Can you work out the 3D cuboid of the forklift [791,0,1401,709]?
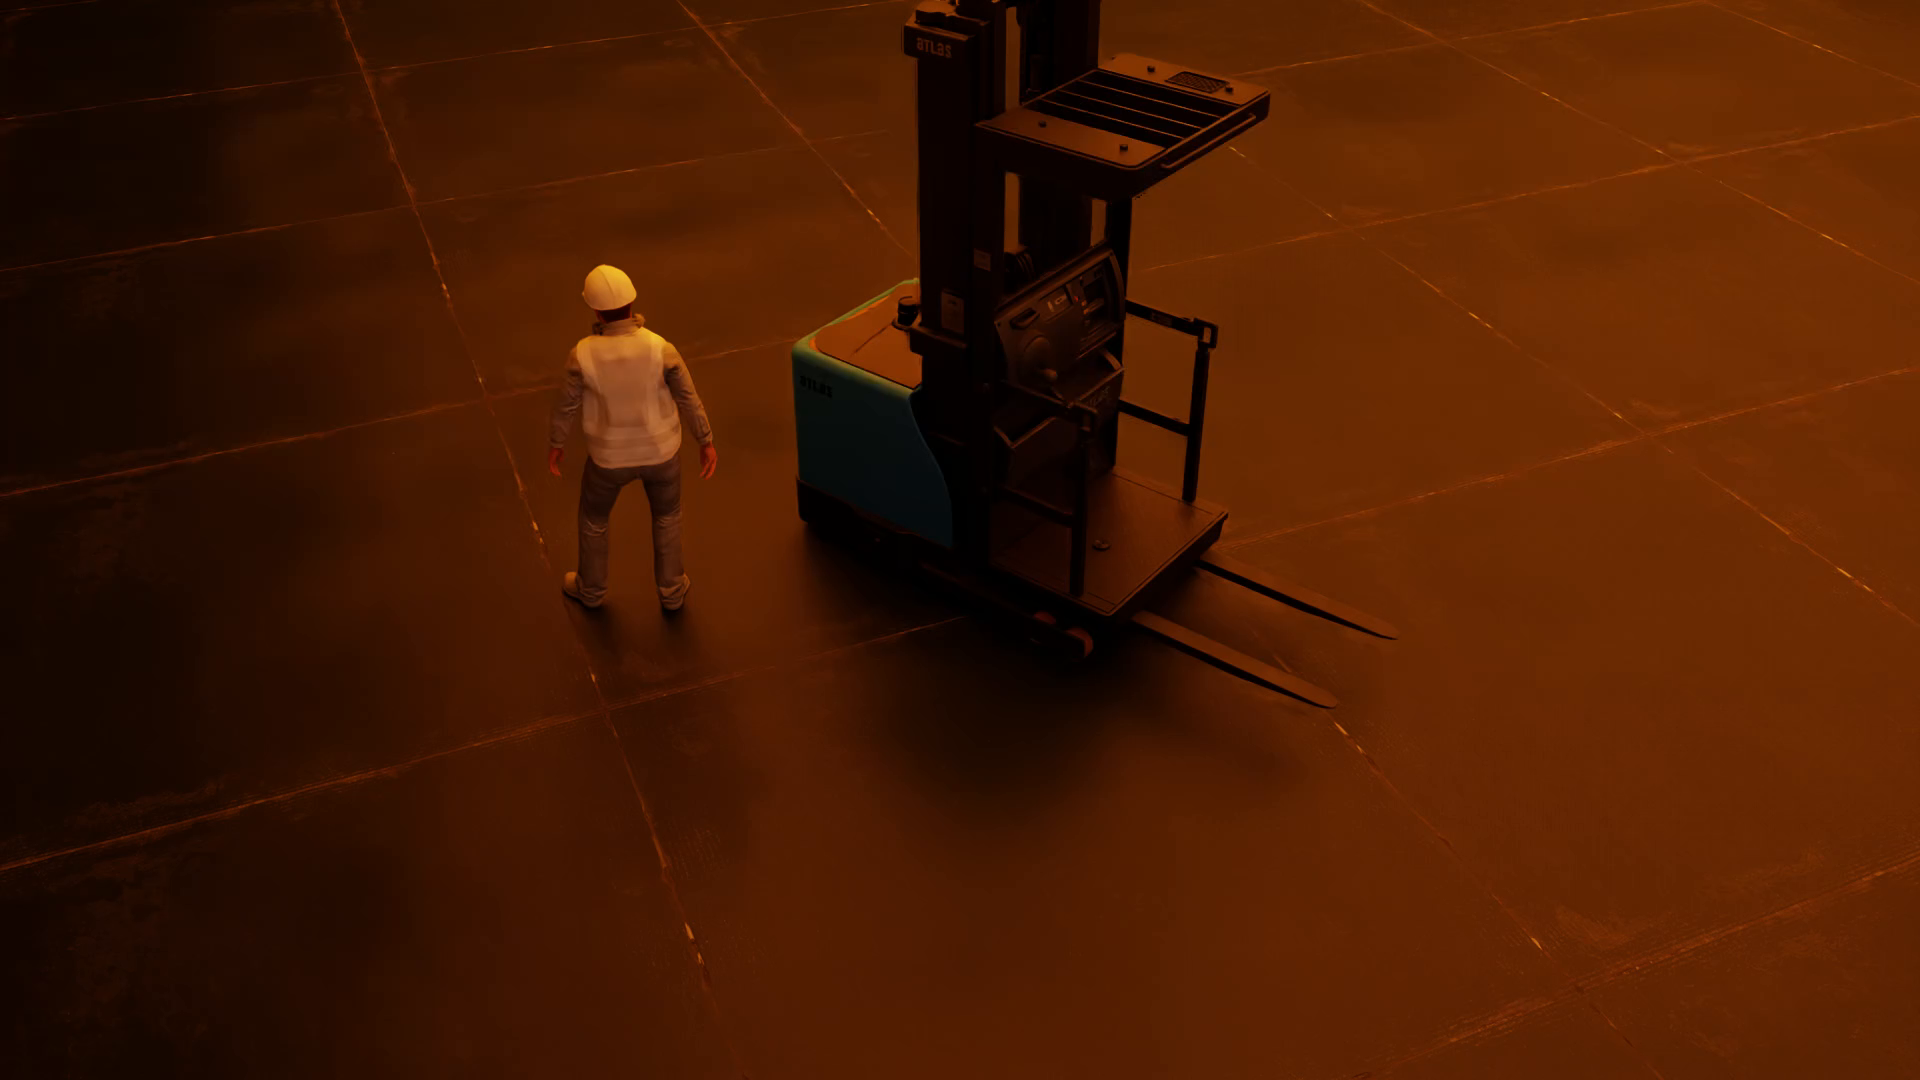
[{"bbox_3d":[0.628,-0.971,7.465,3.031,2.935,1.130,24,42,30],"label":"forklift"}]

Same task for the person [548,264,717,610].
[{"bbox_3d":[-1.558,-0.455,7.765,0.814,1.746,0.438,-7,36,-9],"label":"person"}]
